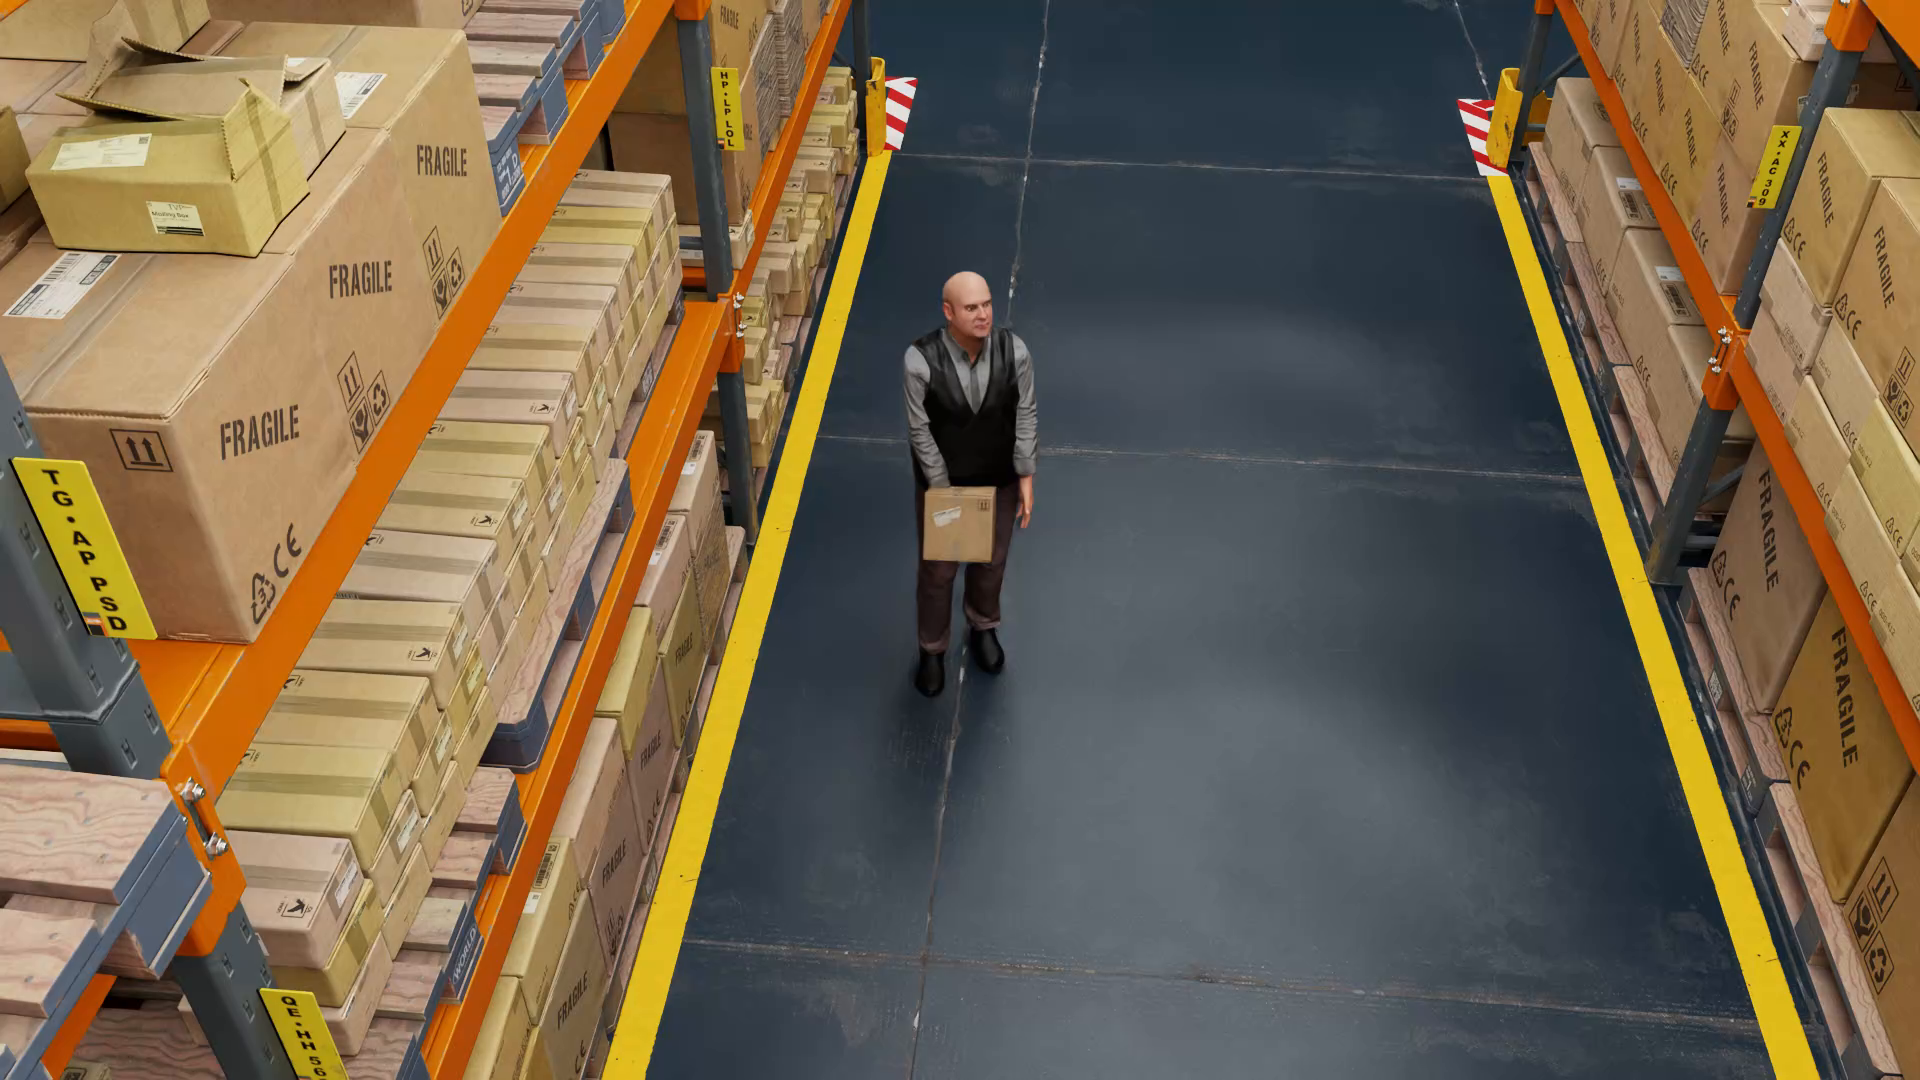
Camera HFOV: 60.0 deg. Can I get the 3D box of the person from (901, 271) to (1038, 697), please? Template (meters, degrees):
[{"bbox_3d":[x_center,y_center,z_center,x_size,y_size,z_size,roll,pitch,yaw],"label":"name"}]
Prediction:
[{"bbox_3d":[0.037,-0.199,6.410,0.556,1.726,0.522,-12,41,-14],"label":"person"}]
